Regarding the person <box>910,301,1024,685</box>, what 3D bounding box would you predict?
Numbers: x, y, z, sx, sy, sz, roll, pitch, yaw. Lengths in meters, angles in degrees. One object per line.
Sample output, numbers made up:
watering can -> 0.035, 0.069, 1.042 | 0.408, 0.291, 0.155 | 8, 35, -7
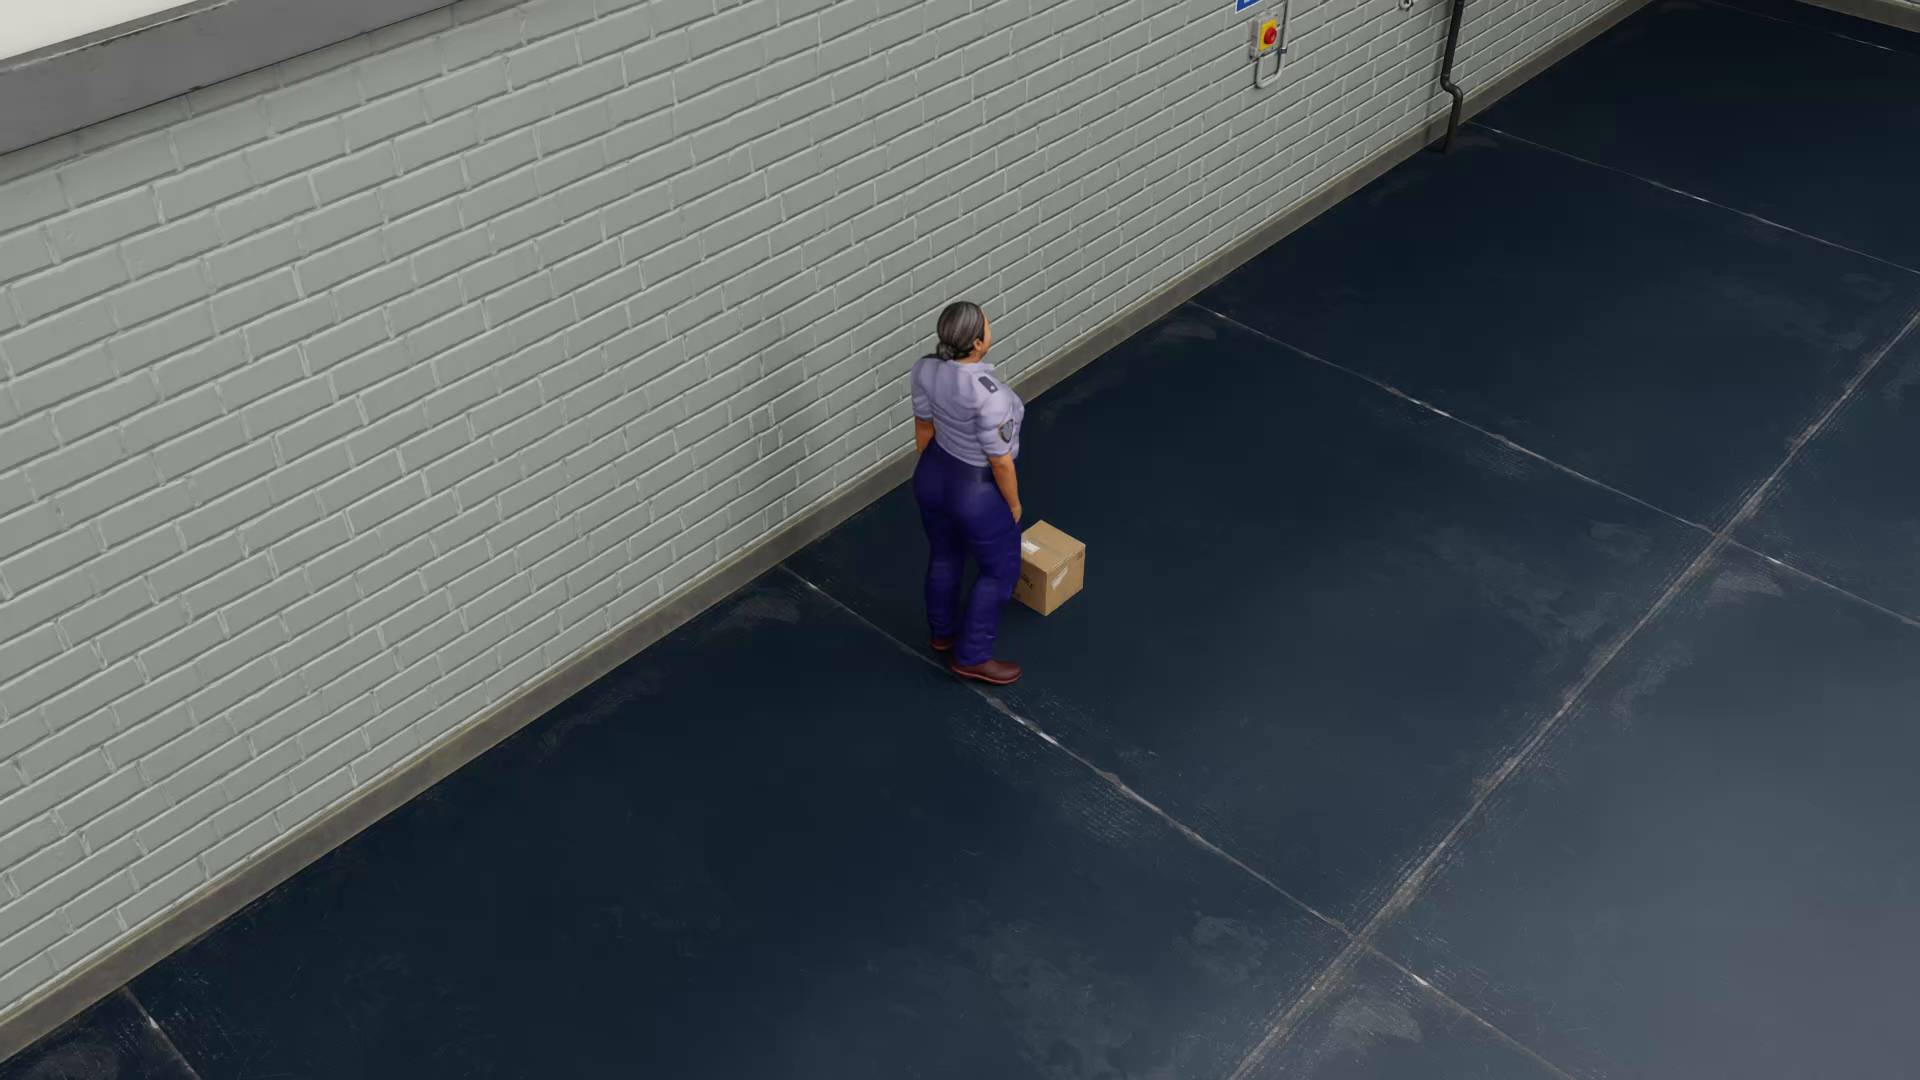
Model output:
person -> 0.039, -0.173, 6.378 | 0.517, 1.672, 0.377 | 30, 48, 31
